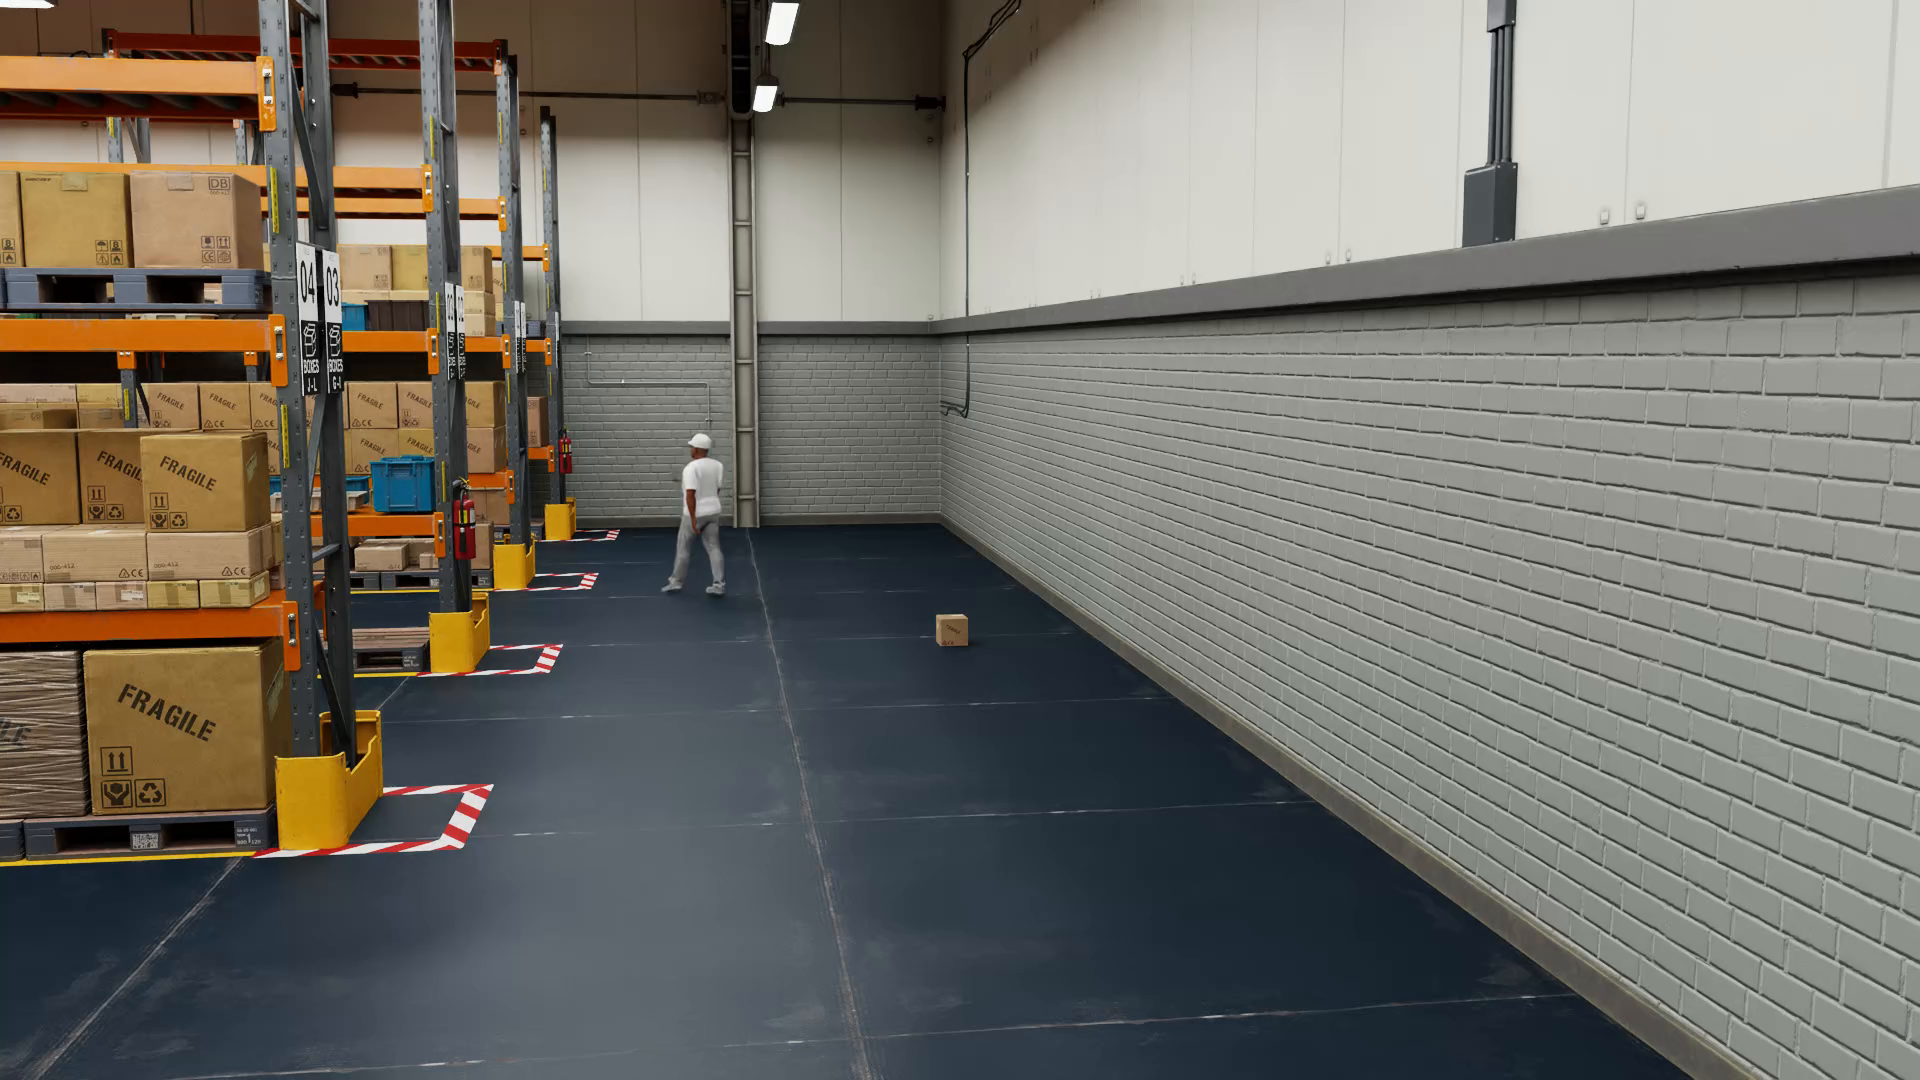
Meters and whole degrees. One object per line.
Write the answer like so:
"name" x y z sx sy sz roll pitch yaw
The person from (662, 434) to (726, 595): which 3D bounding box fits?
"person" -2.867 -0.285 18.059 0.565 1.745 0.906 -6 9 -45
